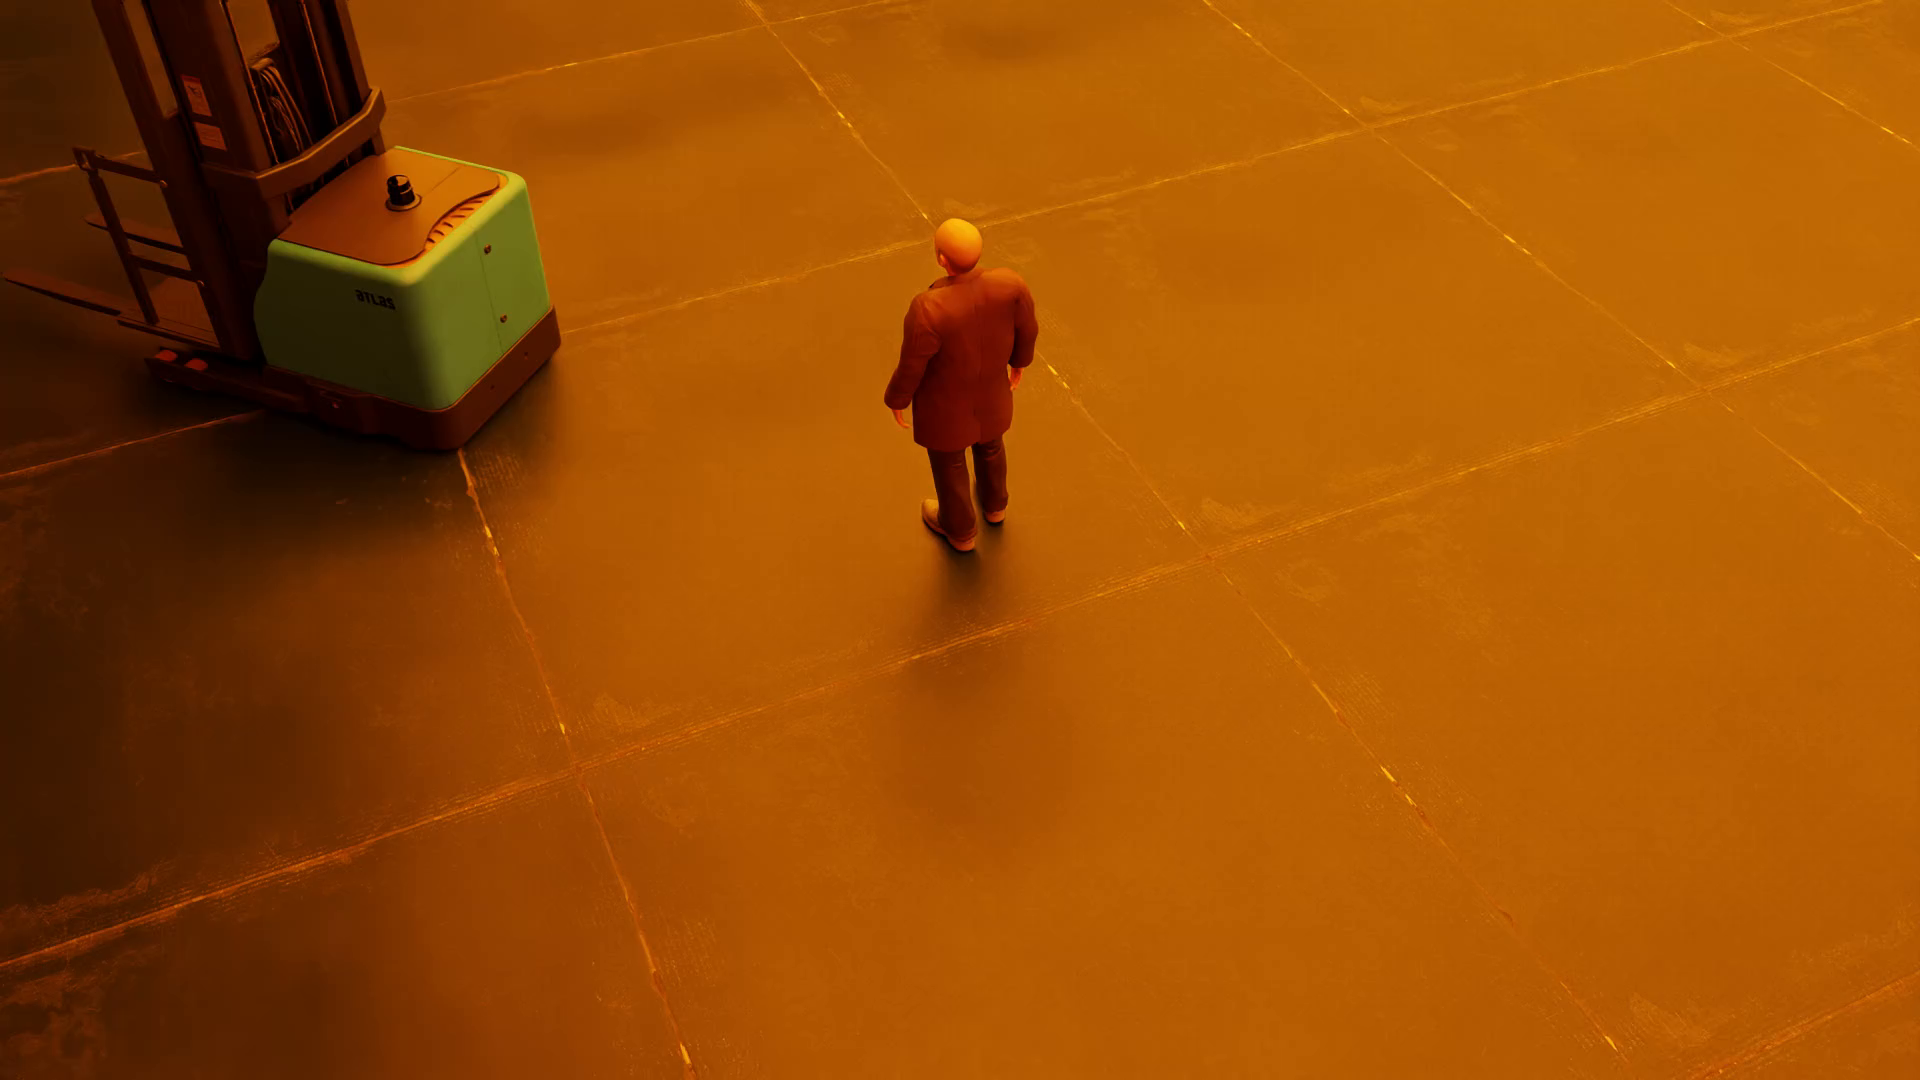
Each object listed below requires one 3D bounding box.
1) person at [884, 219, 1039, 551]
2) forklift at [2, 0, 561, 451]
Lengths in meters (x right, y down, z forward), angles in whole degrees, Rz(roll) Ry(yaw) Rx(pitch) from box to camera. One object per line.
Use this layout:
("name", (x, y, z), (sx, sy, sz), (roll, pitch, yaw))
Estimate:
("person", (-0.034, -0.712, 7.279), (0.694, 1.775, 0.582), (-18, 46, -18))
("forklift", (-3.688, -2.164, 7.999), (3.031, 2.935, 1.130), (16, 45, 16))
